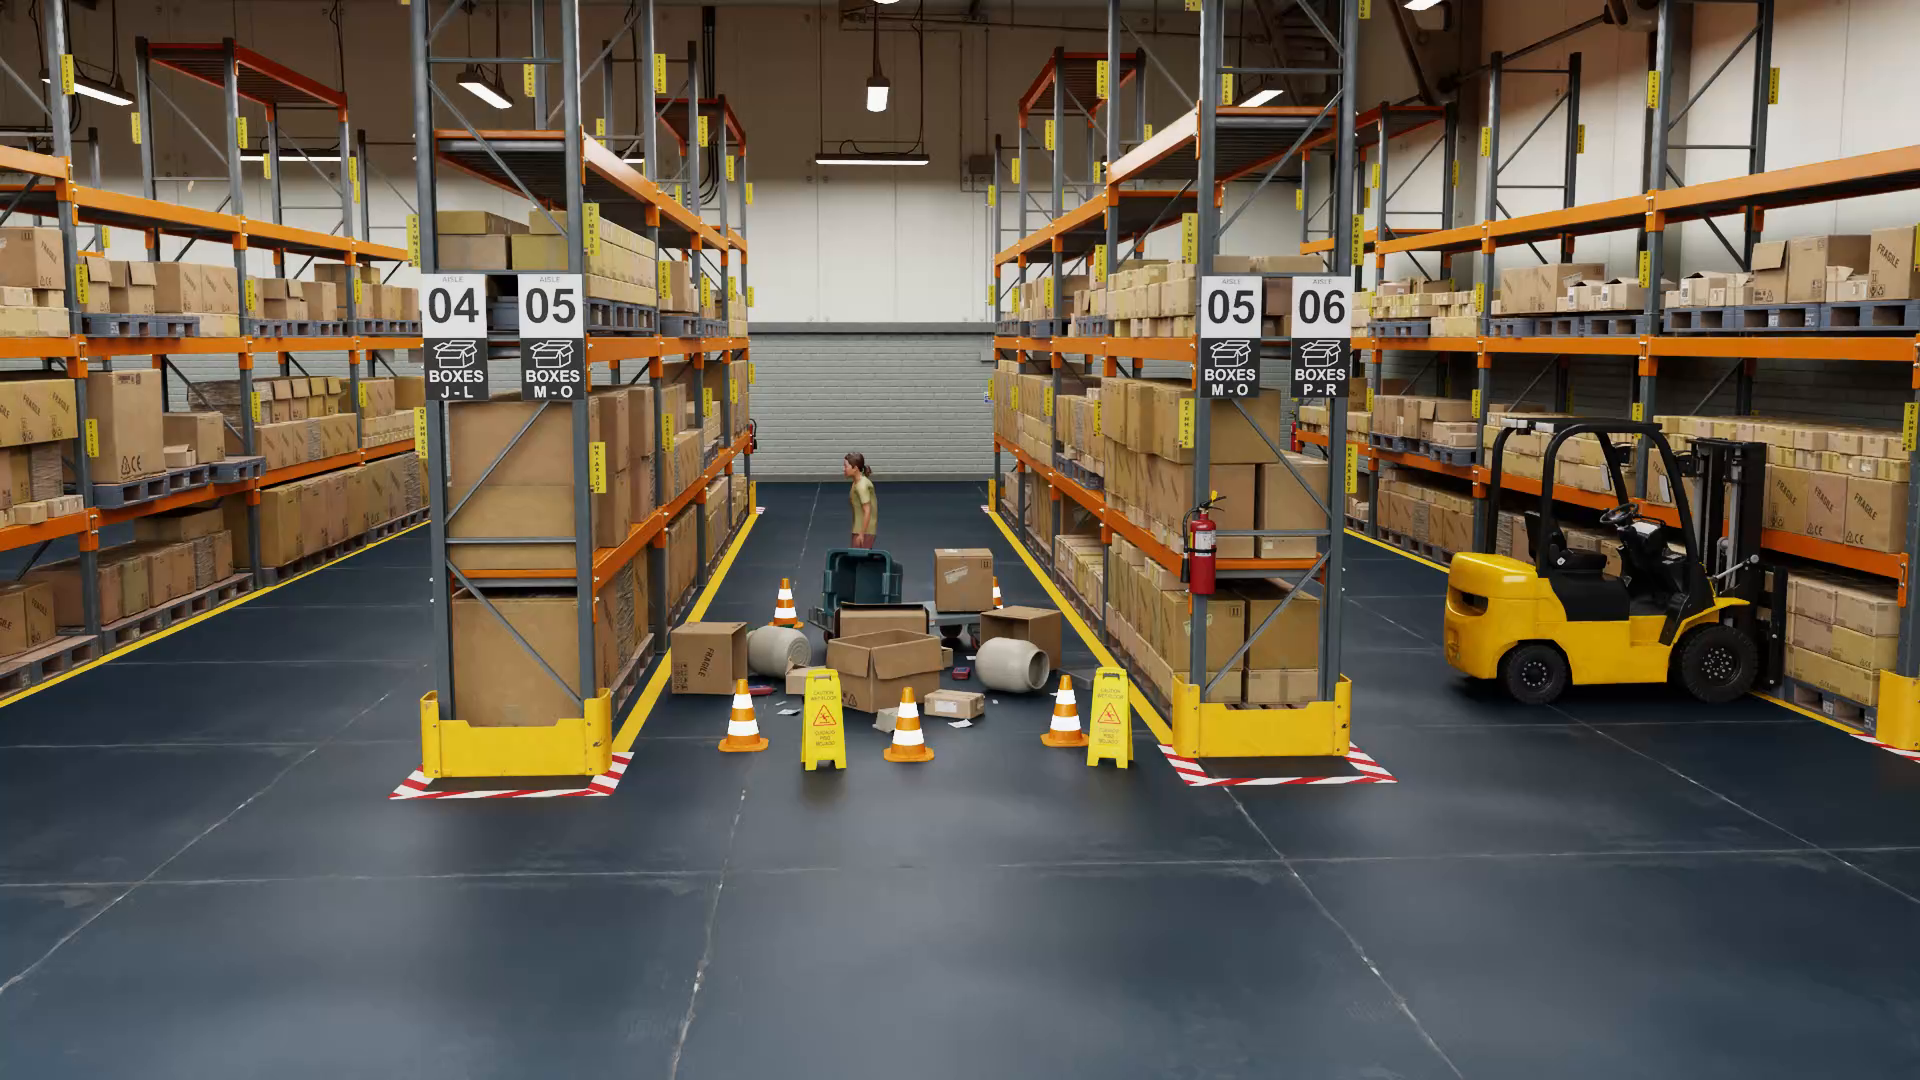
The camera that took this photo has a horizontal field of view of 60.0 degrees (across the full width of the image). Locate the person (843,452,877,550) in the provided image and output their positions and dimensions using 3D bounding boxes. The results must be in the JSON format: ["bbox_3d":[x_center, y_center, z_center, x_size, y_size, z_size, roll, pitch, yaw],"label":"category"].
[{"bbox_3d":[-1.005,-0.049,16.657,0.355,1.673,0.522,-1,7,-7],"label":"person"}]
